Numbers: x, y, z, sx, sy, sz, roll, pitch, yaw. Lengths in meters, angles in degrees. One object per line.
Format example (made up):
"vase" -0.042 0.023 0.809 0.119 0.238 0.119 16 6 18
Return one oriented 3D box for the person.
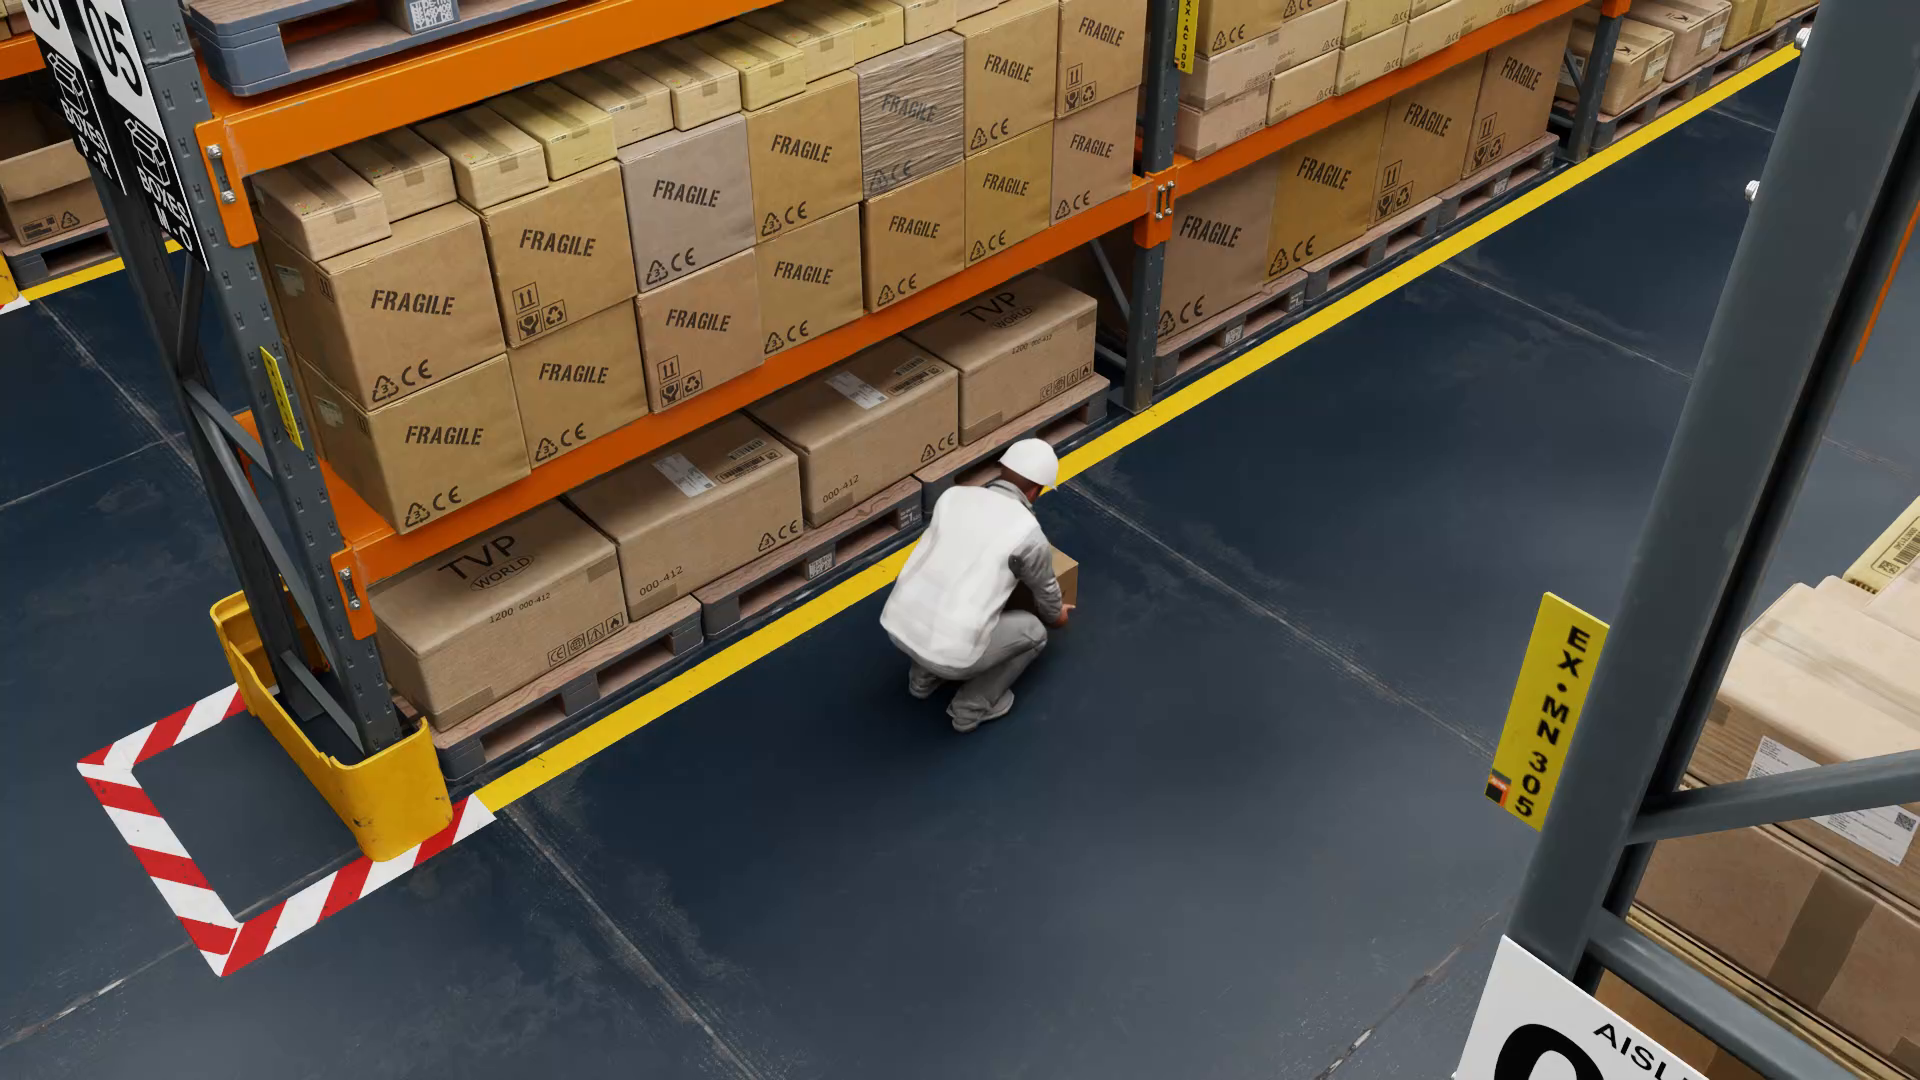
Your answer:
"person" 0.079 0.184 6.511 0.861 1.024 0.522 -32 49 -33
